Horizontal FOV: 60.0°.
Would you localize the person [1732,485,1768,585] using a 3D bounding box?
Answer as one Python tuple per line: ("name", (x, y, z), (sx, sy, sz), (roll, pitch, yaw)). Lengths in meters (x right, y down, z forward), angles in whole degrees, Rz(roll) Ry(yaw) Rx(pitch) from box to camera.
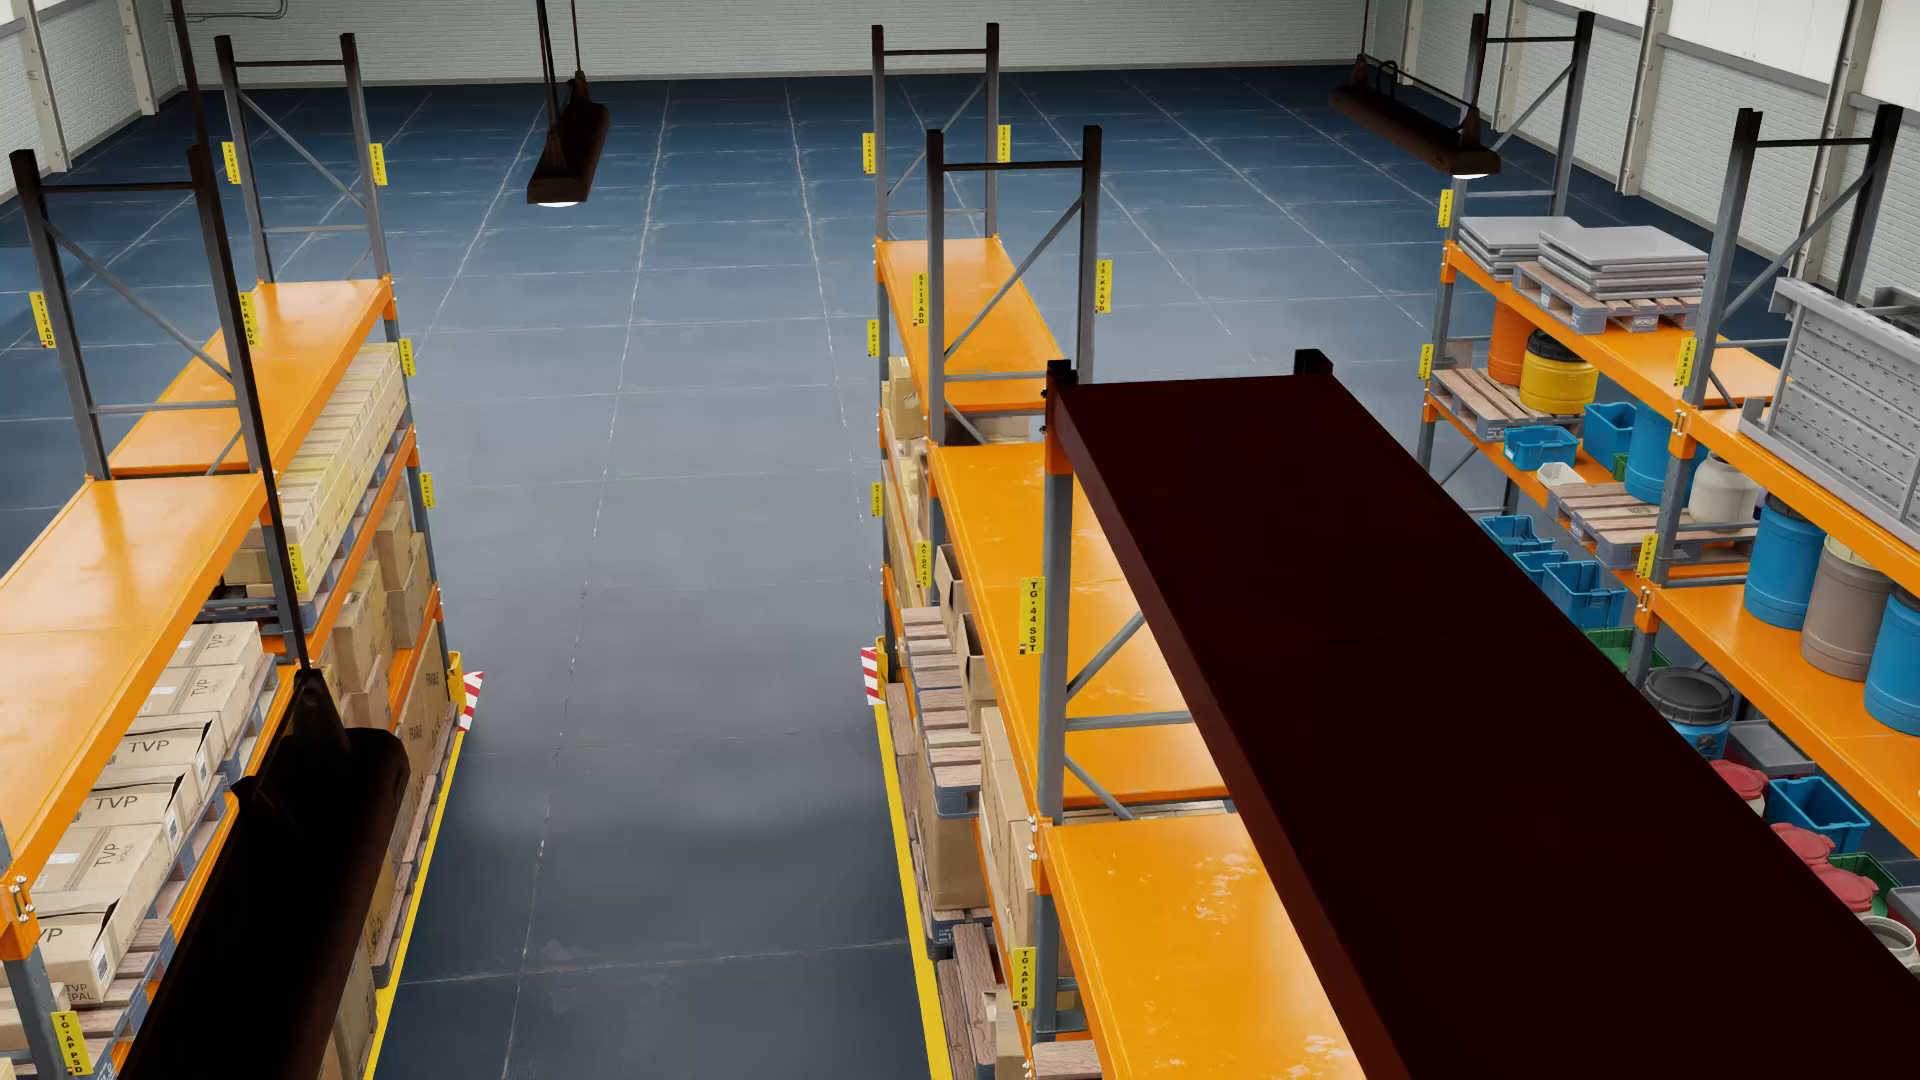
("person", (8.173, -0.235, 17.075), (0.512, 1.651, 0.428), (15, 29, 28))
